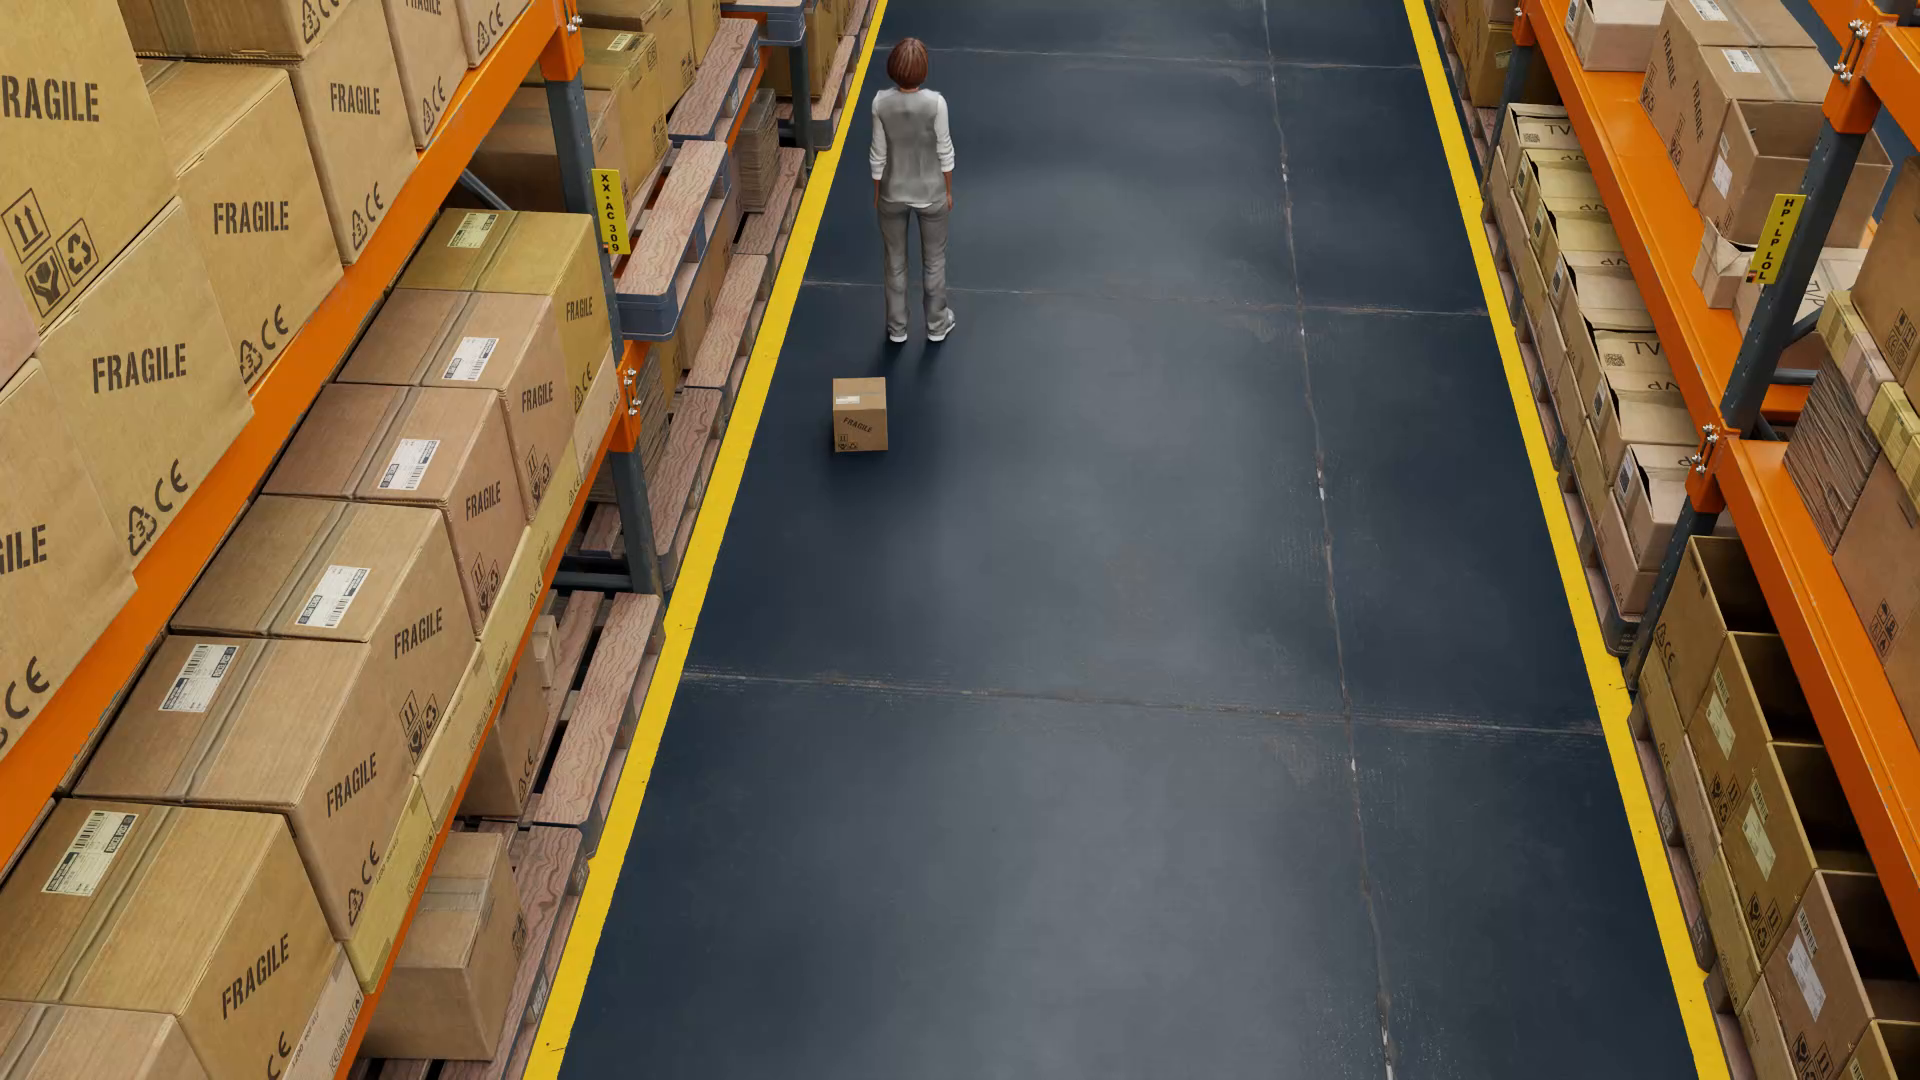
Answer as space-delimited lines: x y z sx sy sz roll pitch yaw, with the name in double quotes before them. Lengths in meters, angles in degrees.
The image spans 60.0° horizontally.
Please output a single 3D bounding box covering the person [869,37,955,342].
"person" -0.230 -1.686 8.133 0.408 1.593 0.312 2 41 3
